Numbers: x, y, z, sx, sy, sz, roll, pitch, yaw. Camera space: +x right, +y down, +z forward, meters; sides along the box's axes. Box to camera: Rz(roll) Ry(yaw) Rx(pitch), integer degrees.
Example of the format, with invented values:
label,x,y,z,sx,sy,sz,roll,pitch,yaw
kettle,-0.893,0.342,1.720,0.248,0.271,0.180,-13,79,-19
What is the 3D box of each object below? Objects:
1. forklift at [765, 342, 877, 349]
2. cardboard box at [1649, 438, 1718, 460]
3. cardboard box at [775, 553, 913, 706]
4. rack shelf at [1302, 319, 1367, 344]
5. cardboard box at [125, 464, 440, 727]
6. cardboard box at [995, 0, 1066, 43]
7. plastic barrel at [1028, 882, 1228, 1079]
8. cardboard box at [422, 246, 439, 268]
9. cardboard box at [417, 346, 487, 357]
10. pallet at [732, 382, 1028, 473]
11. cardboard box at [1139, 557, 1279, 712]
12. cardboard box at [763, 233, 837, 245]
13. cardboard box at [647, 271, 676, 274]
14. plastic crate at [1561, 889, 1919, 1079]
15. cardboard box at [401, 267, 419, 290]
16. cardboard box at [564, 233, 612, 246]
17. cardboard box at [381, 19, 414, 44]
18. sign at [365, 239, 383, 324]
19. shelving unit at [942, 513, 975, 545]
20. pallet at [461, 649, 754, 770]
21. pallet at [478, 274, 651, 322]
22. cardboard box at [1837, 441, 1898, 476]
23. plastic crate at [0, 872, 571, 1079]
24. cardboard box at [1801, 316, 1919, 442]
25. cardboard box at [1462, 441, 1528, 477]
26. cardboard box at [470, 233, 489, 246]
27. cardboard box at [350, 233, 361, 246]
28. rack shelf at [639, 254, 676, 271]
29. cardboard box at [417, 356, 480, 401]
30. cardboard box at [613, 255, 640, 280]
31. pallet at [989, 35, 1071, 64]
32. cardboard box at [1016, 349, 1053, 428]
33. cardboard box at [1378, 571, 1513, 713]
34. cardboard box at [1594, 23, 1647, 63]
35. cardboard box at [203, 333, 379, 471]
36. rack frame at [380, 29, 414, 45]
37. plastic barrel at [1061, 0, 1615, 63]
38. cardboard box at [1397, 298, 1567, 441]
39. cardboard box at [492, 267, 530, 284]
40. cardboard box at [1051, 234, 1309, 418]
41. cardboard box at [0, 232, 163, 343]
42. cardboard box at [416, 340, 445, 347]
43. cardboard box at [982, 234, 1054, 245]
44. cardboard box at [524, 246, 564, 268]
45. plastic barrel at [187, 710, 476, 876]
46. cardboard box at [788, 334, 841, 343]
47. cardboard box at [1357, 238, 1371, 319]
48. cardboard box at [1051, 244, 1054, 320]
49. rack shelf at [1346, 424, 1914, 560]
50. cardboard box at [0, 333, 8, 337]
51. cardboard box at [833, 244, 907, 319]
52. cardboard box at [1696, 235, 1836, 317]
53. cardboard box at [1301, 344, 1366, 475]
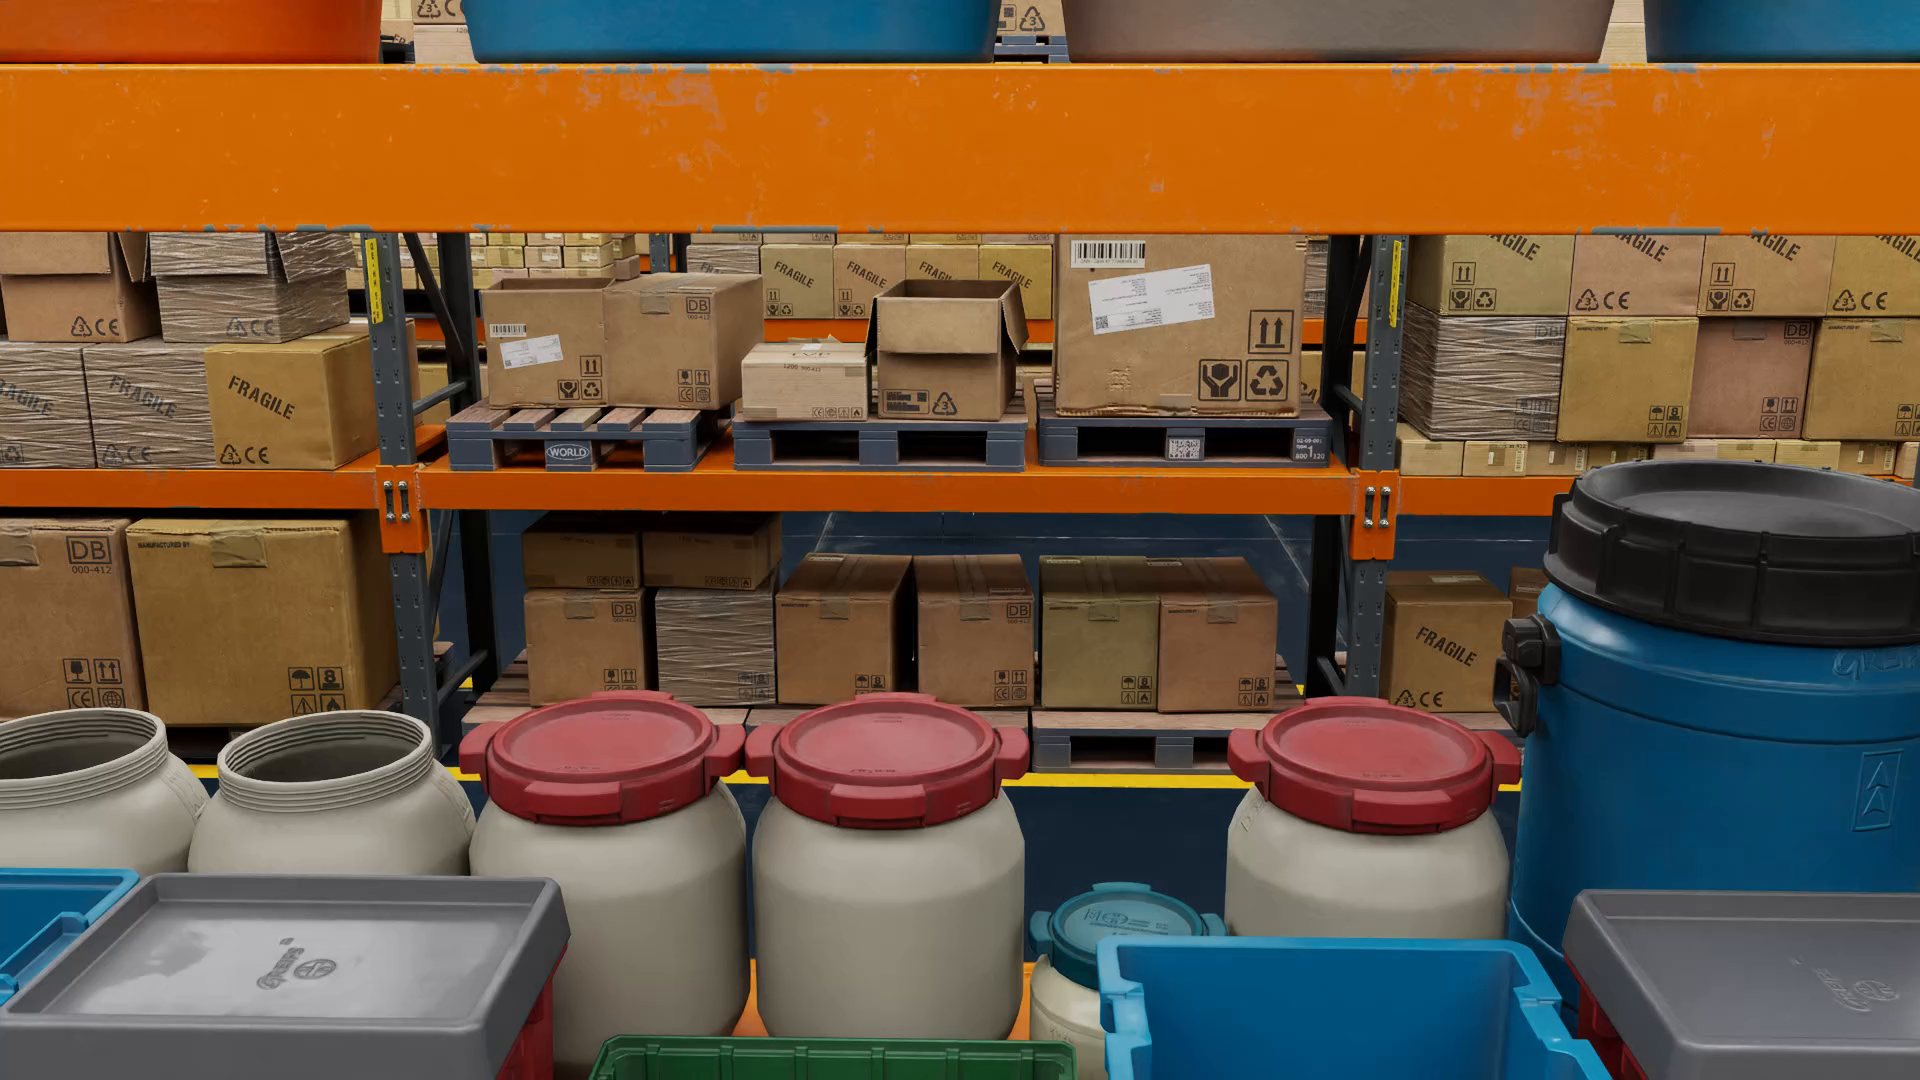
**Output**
label,x,y,z,sx,sy,sz,roll,pitch,yaw
forklift,-0.550,-2.506,14.593,3.031,2.935,1.130,-1,15,-4
cardboard box,2.906,-0.366,6.838,0.250,0.149,0.380,0,15,1
cardboard box,-0.507,0.395,7.499,0.500,0.500,0.700,2,15,6
rack shelf,3.927,-1.479,11.977,4.000,0.370,1.077,0,15,1
cardboard box,-2.988,0.212,7.496,0.875,0.875,1.225,0,15,-1
cardboard box,0.291,-2.314,6.823,0.637,0.503,0.797,1,15,4
plastic barrel,0.254,0.706,2.554,0.301,0.262,0.301,0,15,0
cardboard box,-3.605,-1.985,11.570,0.250,0.149,0.380,0,15,1
cardboard box,-3.755,-1.299,12.491,0.500,0.250,0.500,0,15,2
pallet,-0.319,-0.507,7.257,1.213,0.211,1.003,0,15,1
cardboard box,1.087,0.410,7.442,0.500,0.500,0.700,-1,15,-3
cardboard box,-1.117,-2.390,11.861,0.500,0.500,0.700,0,15,1
cardboard box,-2.734,-2.331,17.136,0.875,0.875,0.875,0,15,1
plastic crate,1.082,0.731,2.064,0.583,0.464,0.402,0,15,1
cardboard box,-3.858,-1.844,11.617,0.250,0.149,0.380,1,15,3
cardboard box,-2.573,-2.122,11.505,0.250,0.149,0.380,0,15,-1
cardboard box,-3.648,-3.308,11.423,0.500,0.500,0.500,0,15,1
sign,-2.310,-1.020,6.558,0.005,0.325,0.100,0,15,1
shelving unit,-0.008,-0.435,10.725,0.210,0.900,0.258,0,15,1
pallet,-1.518,0.752,7.577,1.213,0.211,1.003,0,15,1
pallet,-2.786,-1.751,11.973,1.003,0.211,1.213,0,15,1
cardboard box,3.658,-0.380,6.893,0.250,0.149,0.380,0,15,1
plastic crate,-0.818,0.719,2.110,0.583,0.464,0.402,0,15,1
cardboard box,3.648,-0.746,7.008,0.500,0.500,0.875,0,15,1
cardboard box,2.157,-0.371,6.860,0.250,0.149,0.380,0,15,1
cardboard box,-3.353,-2.126,11.523,0.250,0.149,0.380,1,15,3
cardboard box,-4.125,-2.133,11.546,0.250,0.149,0.380,1,15,3
rack shelf,-4.045,-2.794,16.962,4.000,0.370,1.077,0,15,1
cardboard box,-3.774,-1.169,11.996,0.500,0.250,0.500,1,15,3
cardboard box,-2.513,-2.002,12.218,0.250,0.149,0.380,0,15,1
pallet,0.049,-1.973,6.925,1.003,0.211,1.213,0,15,1
cardboard box,0.341,-0.944,12.124,0.750,0.750,1.050,0,15,1
cardboard box,2.099,0.442,7.360,0.500,0.500,0.500,0,15,0
cardboard box,2.672,-1.883,6.513,0.500,0.250,0.500,0,15,1
cardboard box,-2.798,-0.590,7.002,0.500,0.500,0.500,1,15,3
rack frame,-2.299,-3.503,6.477,0.127,3.000,1.000,0,15,1
plastic barrel,0.406,-0.958,1.728,0.600,0.901,0.600,0,15,0
cardboard box,2.148,-0.749,7.021,0.500,0.500,0.875,0,15,1
cardboard box,-3.081,-1.837,11.594,0.250,0.149,0.380,1,15,2
cardboard box,0.909,-1.110,7.168,1.000,1.000,1.000,0,15,2
cardboard box,-3.681,-1.149,7.154,0.637,0.503,0.797,1,15,3
cardboard box,-5.422,-2.347,17.199,0.875,0.875,0.875,1,15,3
cardboard box,0.412,-2.380,11.825,0.500,0.500,0.700,0,15,2
cardboard box,-2.843,-1.980,11.551,0.250,0.149,0.380,1,15,4
plastic barrel,-0.970,0.562,2.611,0.421,0.512,0.421,0,15,0
cardboard box,-0.625,-0.798,7.425,0.258,0.266,0.396,0,15,0
cardboard box,2.847,-1.916,11.926,0.550,0.550,0.875,0,15,1
cardboard box,0.894,-1.827,11.689,0.500,0.500,0.500,0,15,1
rack shelf,3.699,-0.215,7.185,4.000,0.370,1.077,0,15,1
cardboard box,-4.324,-0.601,7.043,0.500,0.500,0.500,1,15,2
cardboard box,-0.617,-1.837,11.726,0.500,0.500,0.500,0,15,1
cardboard box,3.143,-1.178,6.684,0.500,0.500,0.500,0,15,1
cardboard box,2.555,-0.994,12.069,0.875,0.875,0.875,1,15,2
